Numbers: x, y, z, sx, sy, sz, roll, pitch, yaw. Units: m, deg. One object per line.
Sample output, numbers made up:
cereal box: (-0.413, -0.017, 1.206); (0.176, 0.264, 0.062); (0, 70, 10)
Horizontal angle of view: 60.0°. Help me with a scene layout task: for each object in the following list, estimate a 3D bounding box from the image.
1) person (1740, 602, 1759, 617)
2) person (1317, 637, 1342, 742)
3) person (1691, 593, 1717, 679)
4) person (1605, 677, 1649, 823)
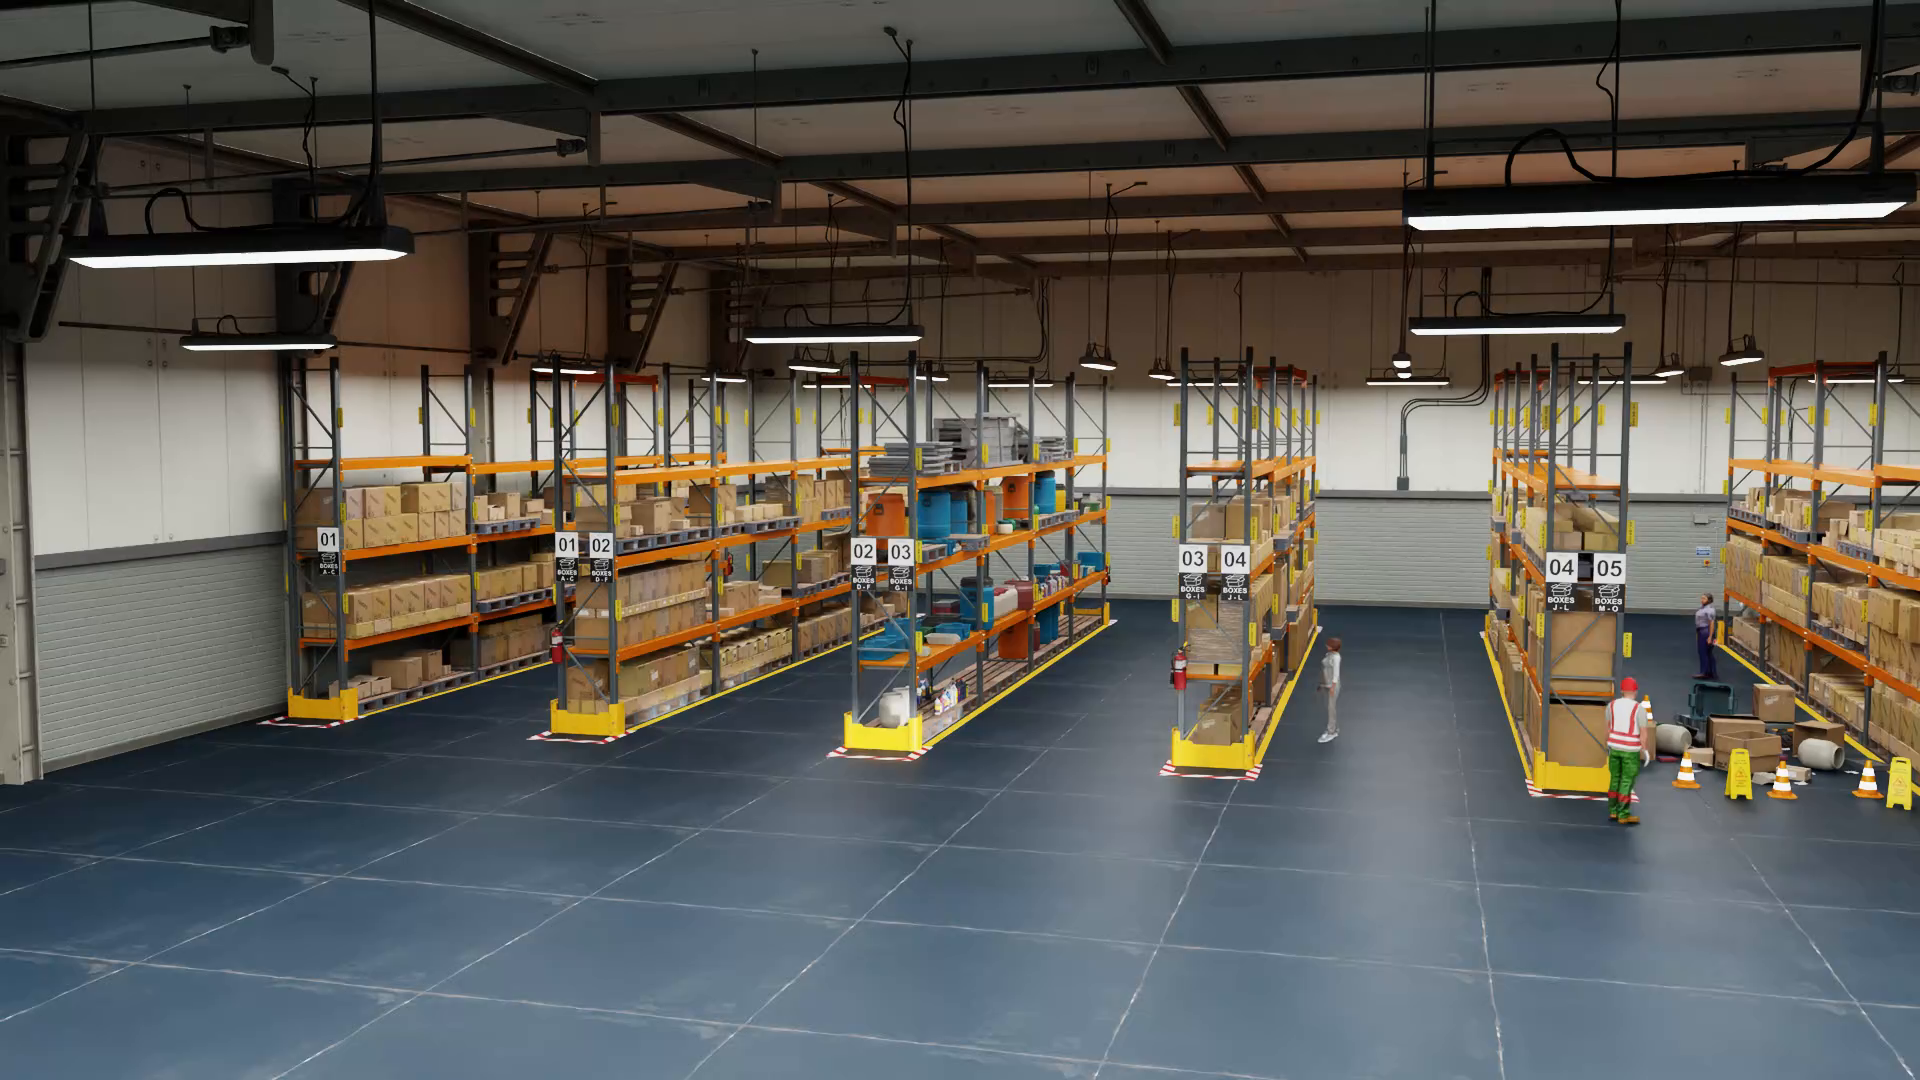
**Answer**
person: (17.907, 1.405, 37.587); (0.499, 1.703, 0.497); (2, 5, 22)
person: (5.734, 2.311, 25.863); (0.487, 1.614, 0.430); (-2, 5, -25)
person: (14.367, 1.840, 32.021); (0.429, 1.652, 0.504); (2, 5, 31)
person: (8.282, 2.599, 20.582); (0.438, 1.812, 0.589); (-3, 5, -35)
